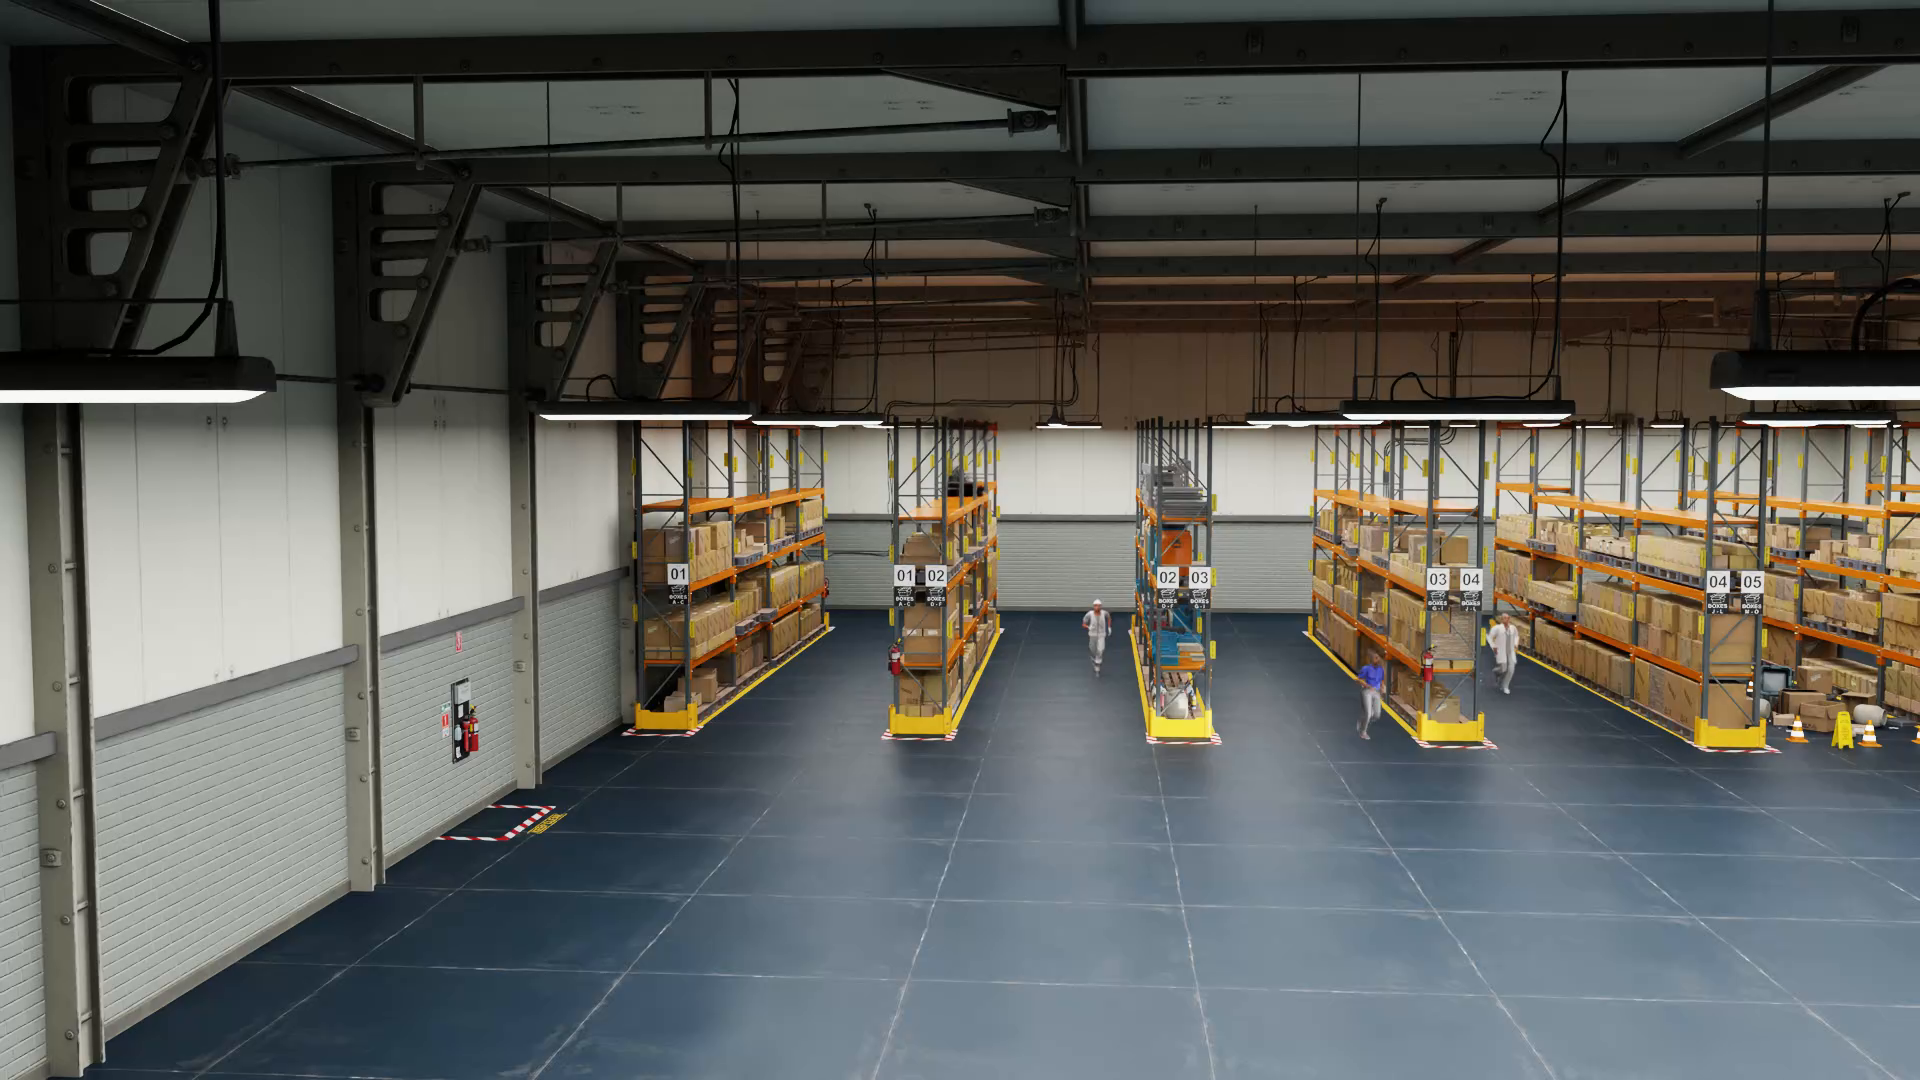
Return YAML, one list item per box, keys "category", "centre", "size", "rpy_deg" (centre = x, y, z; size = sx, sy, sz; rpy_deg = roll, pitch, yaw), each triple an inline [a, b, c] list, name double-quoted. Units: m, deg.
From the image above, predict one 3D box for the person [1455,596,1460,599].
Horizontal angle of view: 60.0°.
- category: "person"
  centre: [13.458, 1.914, 45.335]
  size: [0.662, 1.717, 0.633]
  rpy_deg: [1, 4, 14]

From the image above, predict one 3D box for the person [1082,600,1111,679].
- category: "person"
  centre: [3.202, 2.285, 38.953]
  size: [0.684, 1.799, 1.033]
  rpy_deg: [0, 4, 0]

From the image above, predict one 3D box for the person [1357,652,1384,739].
- category: "person"
  centre: [7.713, 2.906, 31.102]
  size: [0.601, 1.609, 0.581]
  rpy_deg: [-1, 4, -15]

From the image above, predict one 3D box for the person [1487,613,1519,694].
- category: "person"
  centre: [11.982, 2.487, 36.585]
  size: [0.724, 1.750, 0.583]
  rpy_deg: [0, 4, -7]
